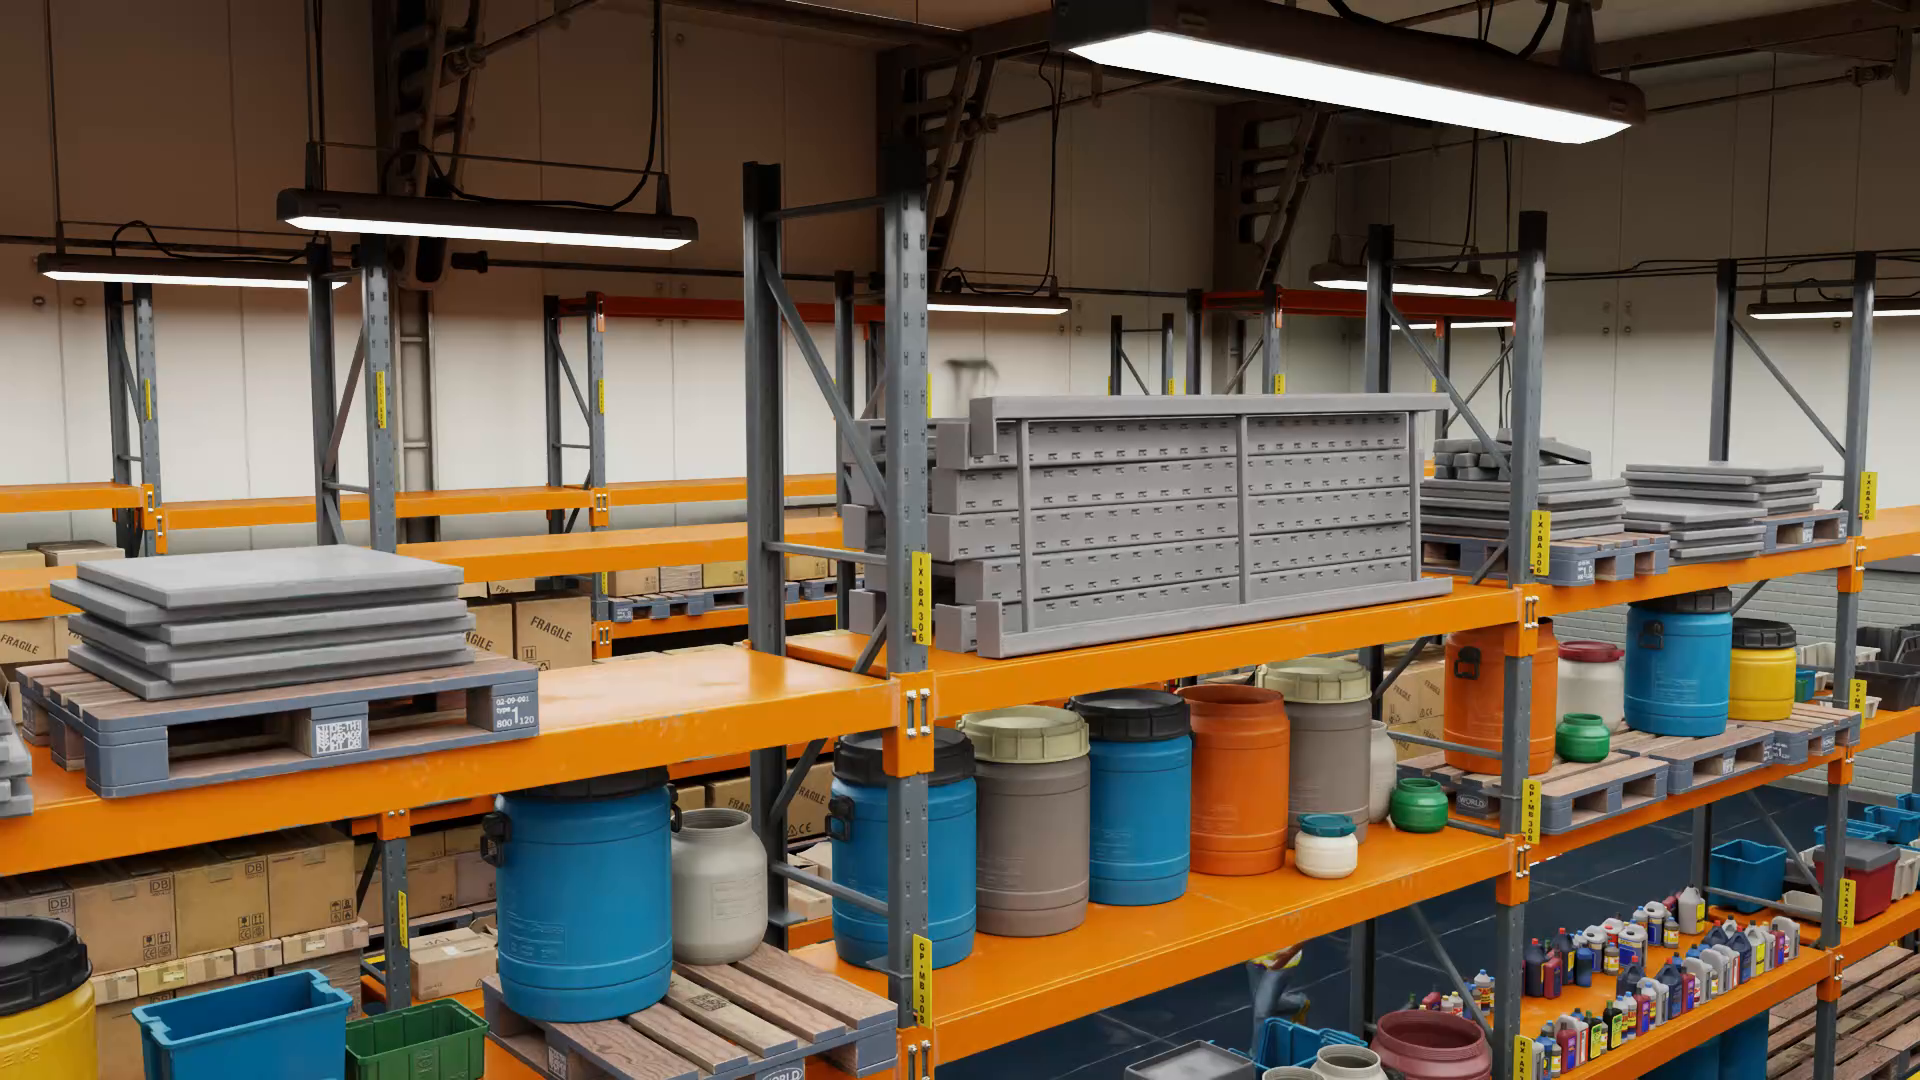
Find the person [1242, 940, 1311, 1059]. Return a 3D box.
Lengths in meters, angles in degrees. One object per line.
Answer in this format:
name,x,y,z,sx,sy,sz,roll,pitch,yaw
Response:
person,2.344,3.155,12.405,0.702,1.708,0.884,5,7,42
